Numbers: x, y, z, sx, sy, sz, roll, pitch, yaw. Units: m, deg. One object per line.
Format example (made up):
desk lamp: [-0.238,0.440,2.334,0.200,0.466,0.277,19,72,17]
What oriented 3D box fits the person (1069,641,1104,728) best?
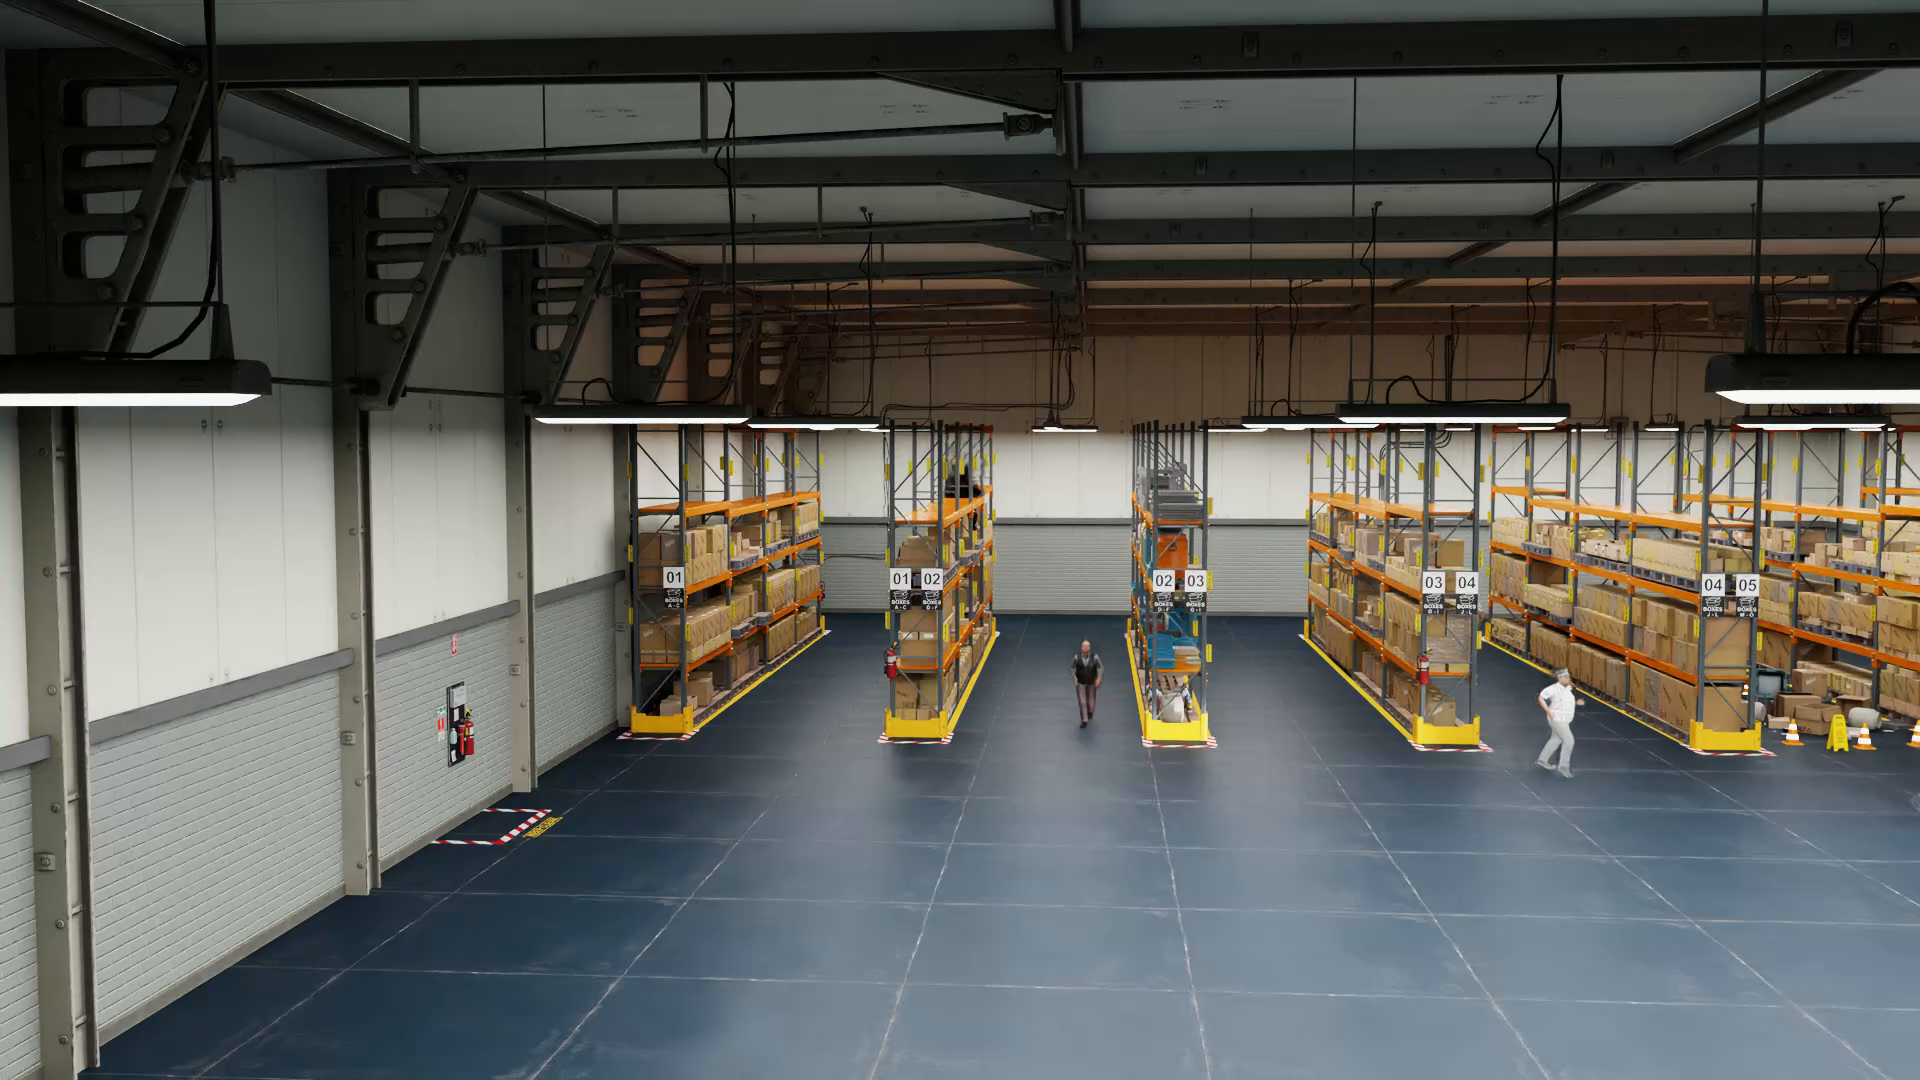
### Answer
person: [2.483,2.820,32.679,0.687,1.685,0.641,0,4,3]

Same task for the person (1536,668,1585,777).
person: [10.152,3.079,28.100,0.780,1.863,0.625,3,5,43]

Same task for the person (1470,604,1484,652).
person: [13.252,2.215,43.109,0.622,1.649,0.770,0,4,5]
